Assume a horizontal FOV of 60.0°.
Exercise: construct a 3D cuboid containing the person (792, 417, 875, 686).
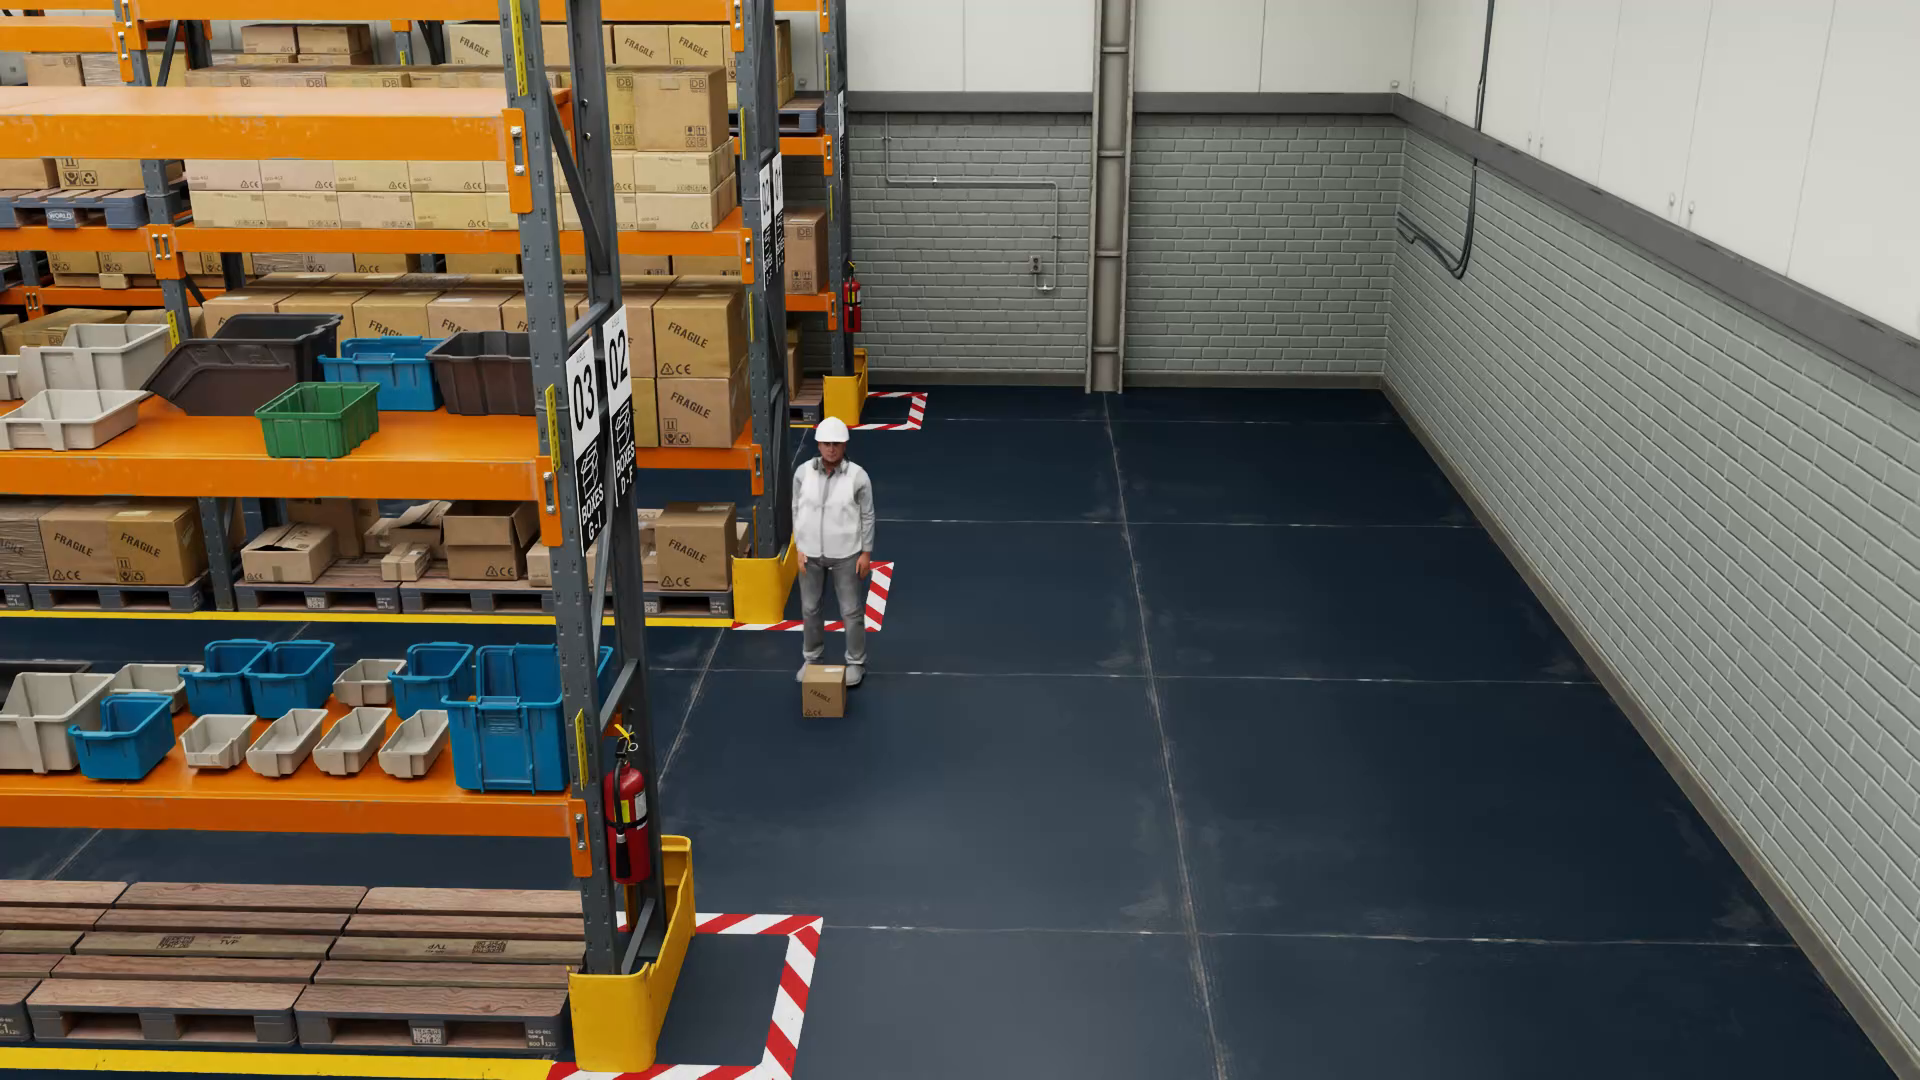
[{"bbox_3d":[-0.830,0.089,10.805,0.544,1.803,0.394,3,21,9],"label":"person"}]
